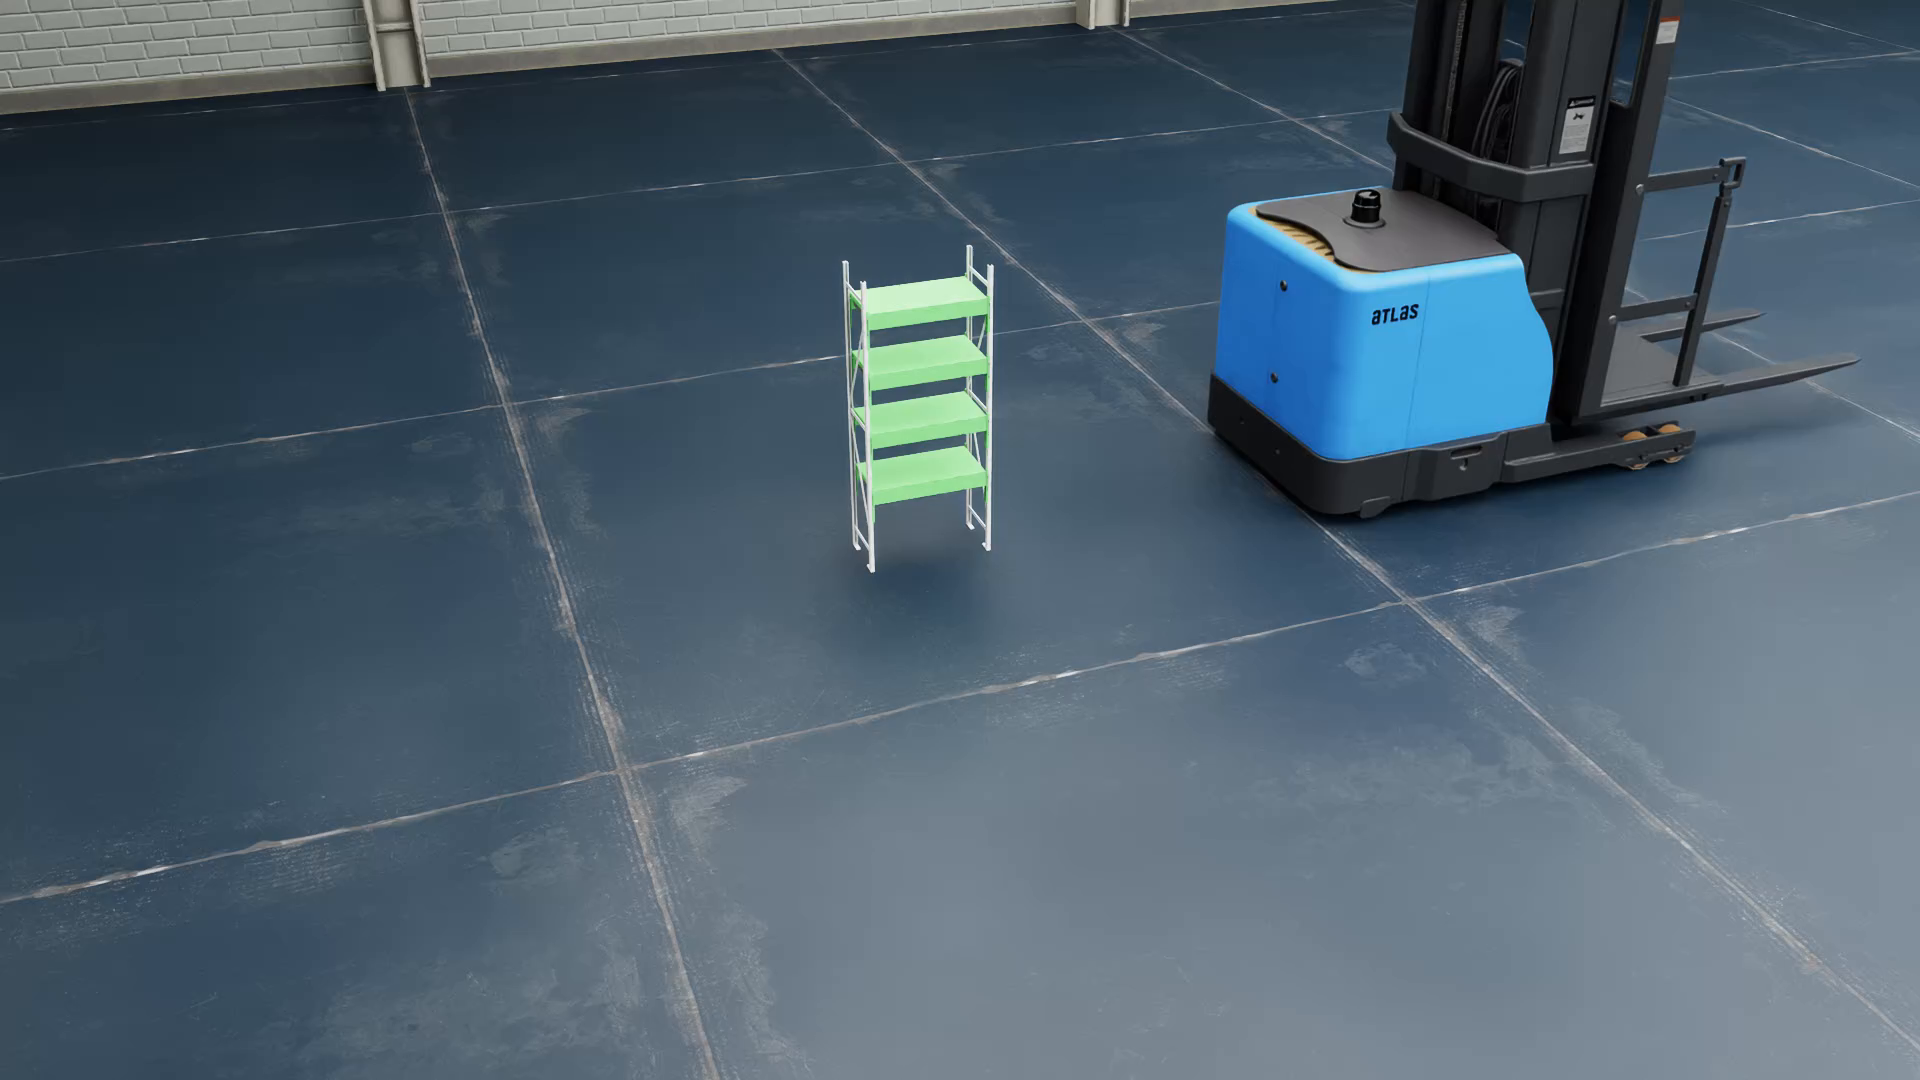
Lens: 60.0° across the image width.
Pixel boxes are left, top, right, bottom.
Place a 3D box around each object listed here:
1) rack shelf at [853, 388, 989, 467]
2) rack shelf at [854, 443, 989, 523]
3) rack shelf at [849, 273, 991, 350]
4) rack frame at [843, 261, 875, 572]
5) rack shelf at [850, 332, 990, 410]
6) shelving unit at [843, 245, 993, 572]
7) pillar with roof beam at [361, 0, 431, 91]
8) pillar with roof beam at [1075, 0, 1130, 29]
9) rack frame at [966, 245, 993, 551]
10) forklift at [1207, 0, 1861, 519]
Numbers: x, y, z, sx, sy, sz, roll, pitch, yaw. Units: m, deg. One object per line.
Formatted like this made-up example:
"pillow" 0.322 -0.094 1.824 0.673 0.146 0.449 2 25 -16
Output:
"rack shelf" -0.155 -0.437 6.434 0.480 0.148 0.258 -10 31 -18
"rack shelf" -0.155 -0.229 6.553 0.480 0.148 0.258 -10 31 -18
"rack shelf" -0.155 -0.854 6.197 0.480 0.148 0.258 -10 31 -18
"rack frame" -0.384 -0.451 6.329 0.015 1.200 0.240 -10 31 -18
"rack shelf" -0.155 -0.646 6.316 0.480 0.148 0.258 -10 31 -18
"shelving unit" -0.155 -0.493 6.403 0.503 1.200 0.258 -10 31 -18
"pillar with roof beam" -2.857 -5.481 7.280 0.400 9.000 9.100 -10 31 -18
"pillar with roof beam" 2.767 -6.517 9.098 0.400 9.000 9.100 -10 31 -18
"rack frame" 0.074 -0.535 6.477 0.015 1.200 0.240 -10 31 -18
"forklift" 2.694 -1.812 6.970 3.031 2.935 1.130 -11 31 -18
